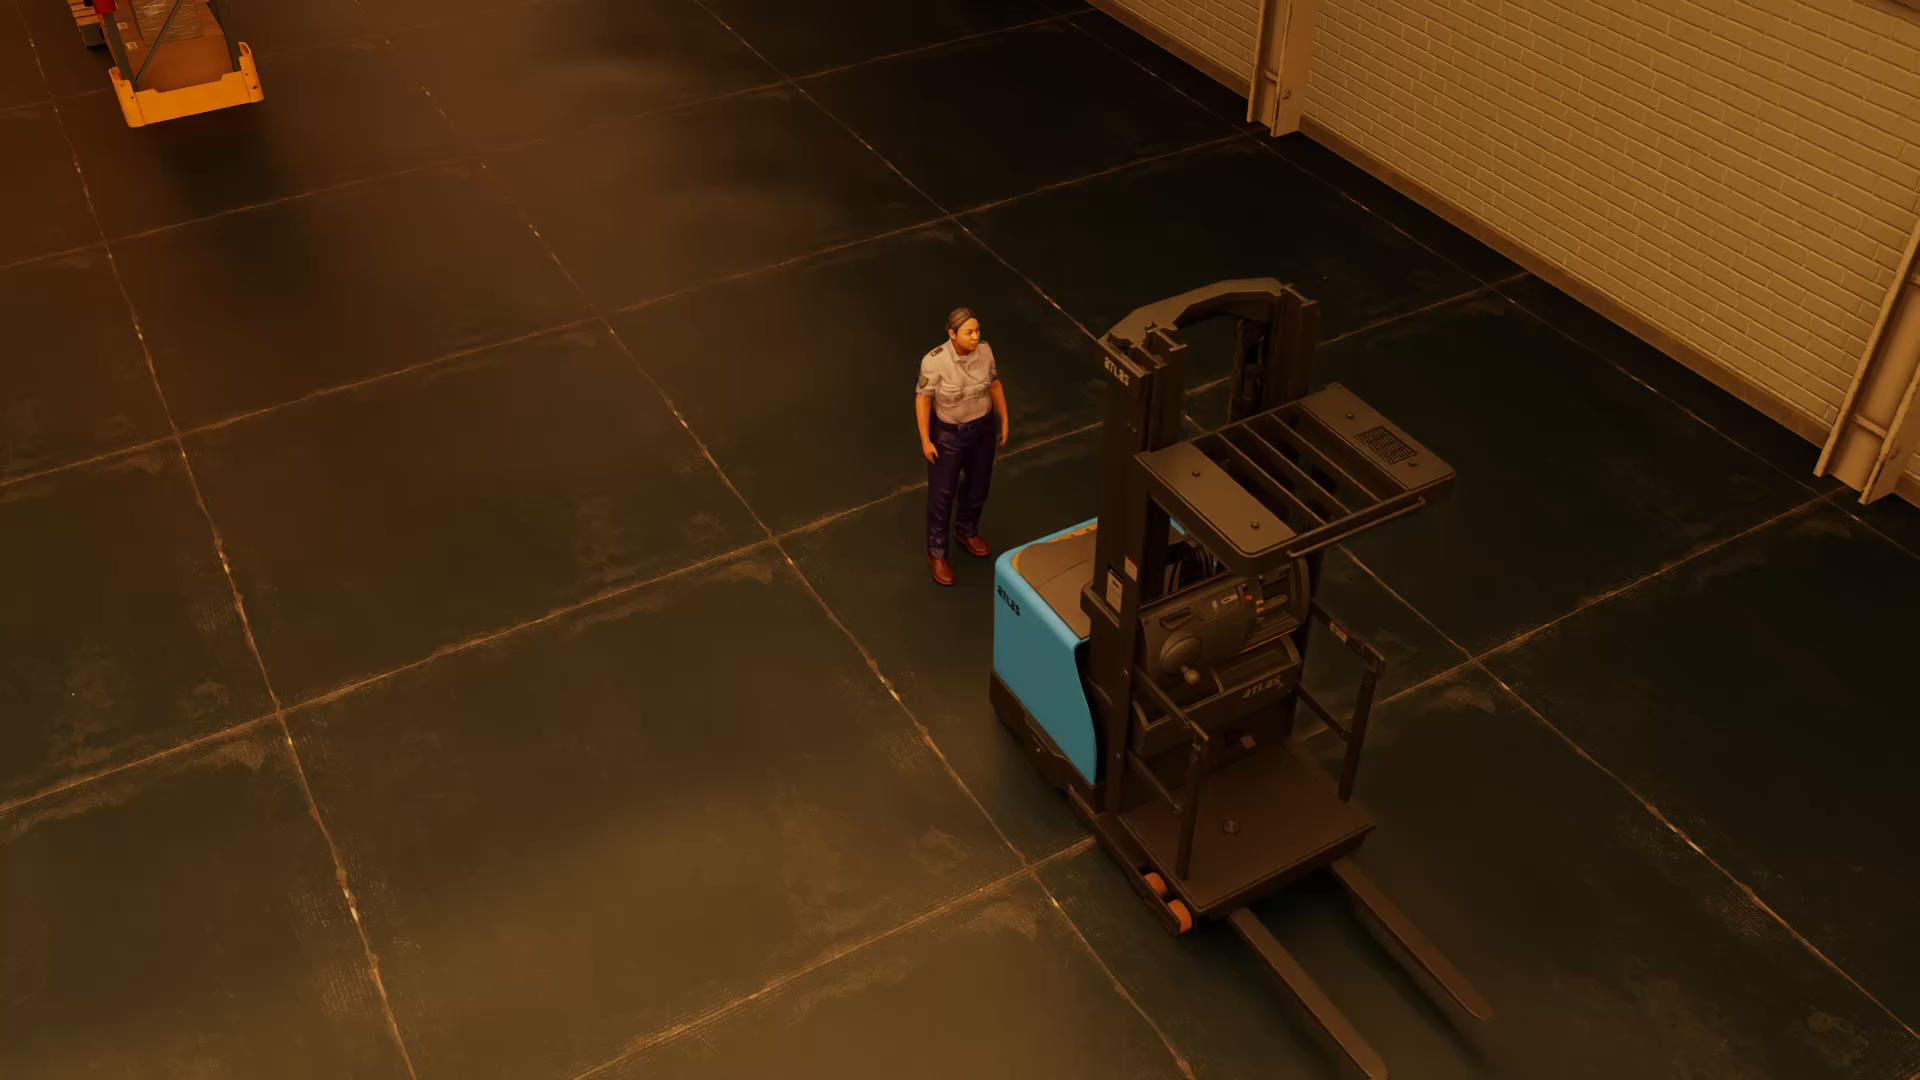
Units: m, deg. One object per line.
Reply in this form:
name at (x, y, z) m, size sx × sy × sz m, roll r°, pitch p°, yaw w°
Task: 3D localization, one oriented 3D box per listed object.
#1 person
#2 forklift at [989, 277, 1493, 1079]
person at (0.043, -0.570, 9.733) m, size 0.609 × 1.652 × 0.503 m, roll -19°, pitch 43°, yaw -22°
forklift at (1.336, 0.437, 7.509) m, size 1.130 × 2.935 × 3.031 m, roll -20°, pitch 44°, yaw -23°
